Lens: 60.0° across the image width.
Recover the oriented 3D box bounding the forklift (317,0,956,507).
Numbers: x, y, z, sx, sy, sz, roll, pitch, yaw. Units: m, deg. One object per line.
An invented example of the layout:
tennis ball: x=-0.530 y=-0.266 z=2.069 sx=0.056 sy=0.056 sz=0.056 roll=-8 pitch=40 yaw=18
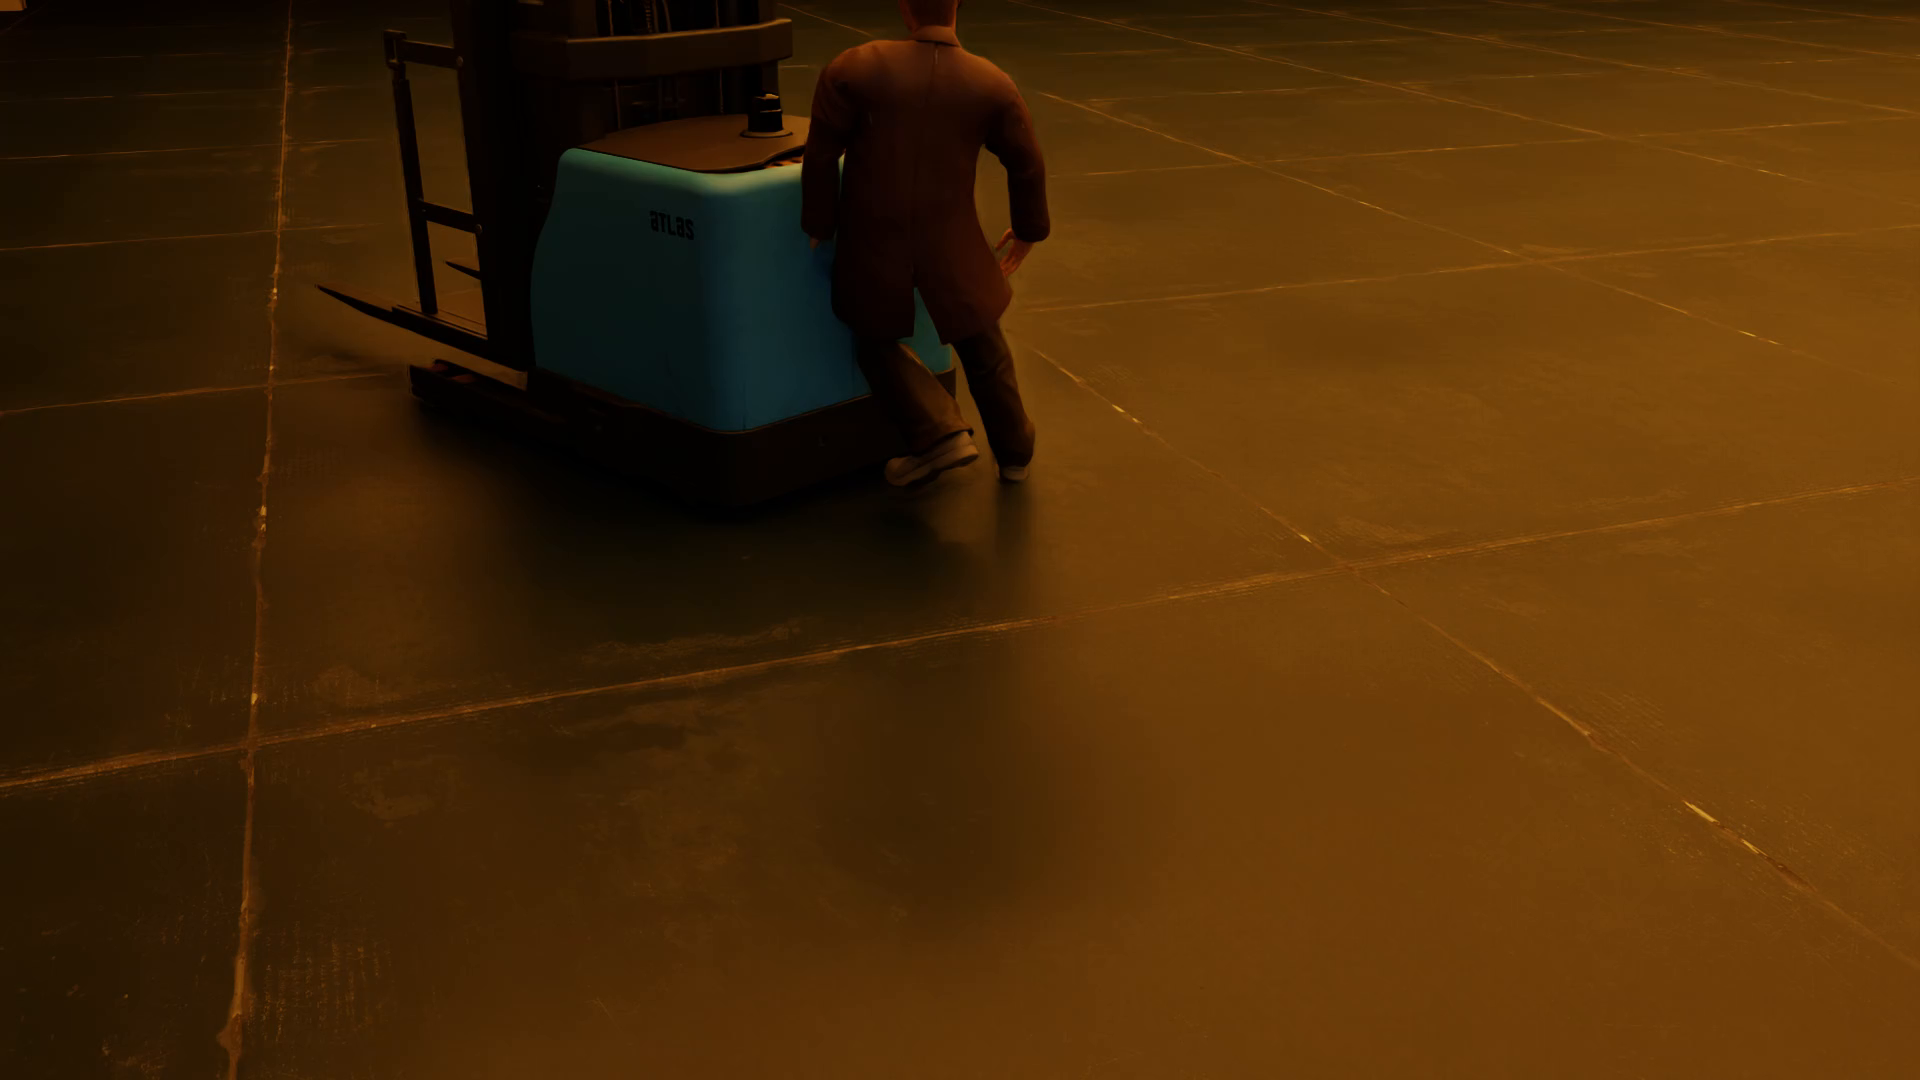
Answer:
forklift: x=-1.424 y=-1.925 z=5.875 sx=3.031 sy=2.935 sz=1.130 roll=20 pitch=30 yaw=40

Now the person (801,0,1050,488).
person: x=-0.104 y=-0.957 z=5.174 sx=0.774 sy=1.694 sz=0.751 roll=-2 pitch=23 yaw=-4
